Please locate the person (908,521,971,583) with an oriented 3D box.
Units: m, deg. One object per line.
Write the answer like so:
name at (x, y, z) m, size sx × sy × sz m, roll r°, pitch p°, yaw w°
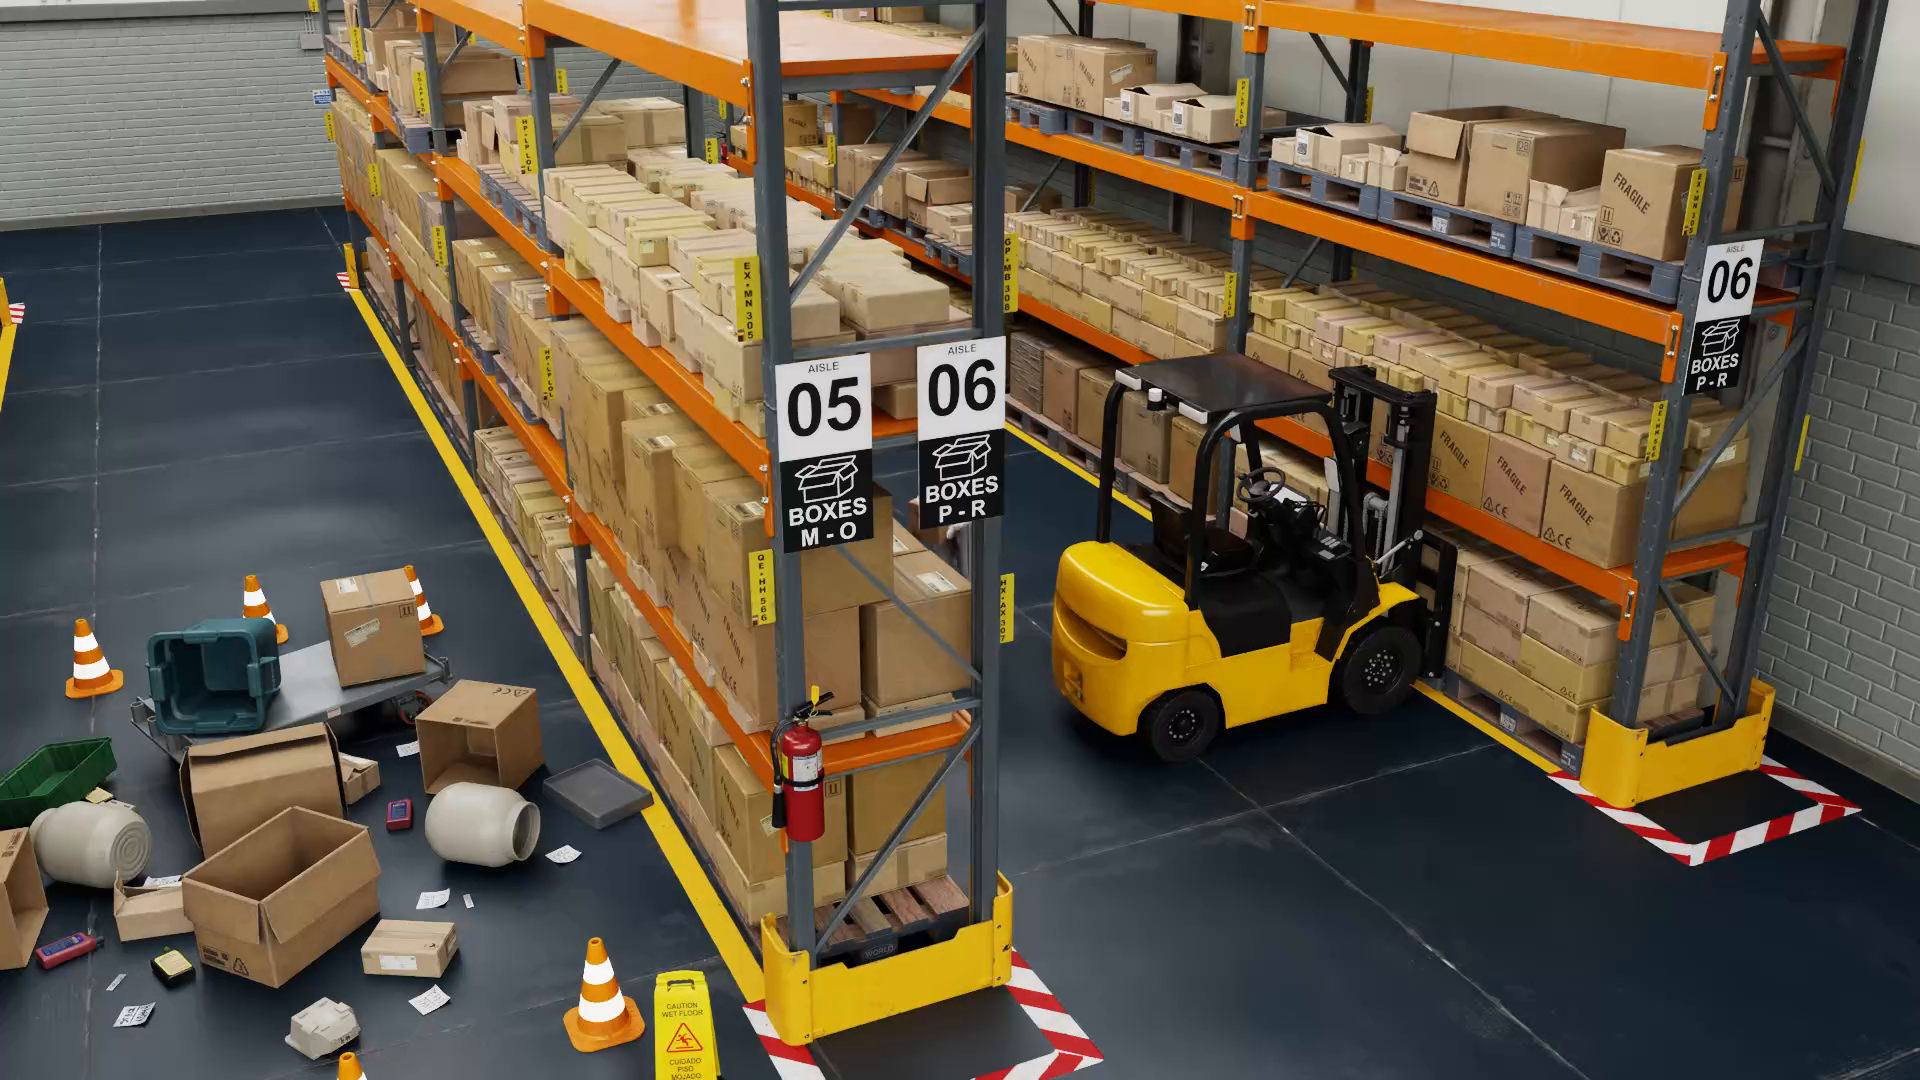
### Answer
person at (-0.062, -0.064, 11.110) m, size 0.466 × 1.693 × 0.554 m, roll 16°, pitch 27°, yaw 34°
